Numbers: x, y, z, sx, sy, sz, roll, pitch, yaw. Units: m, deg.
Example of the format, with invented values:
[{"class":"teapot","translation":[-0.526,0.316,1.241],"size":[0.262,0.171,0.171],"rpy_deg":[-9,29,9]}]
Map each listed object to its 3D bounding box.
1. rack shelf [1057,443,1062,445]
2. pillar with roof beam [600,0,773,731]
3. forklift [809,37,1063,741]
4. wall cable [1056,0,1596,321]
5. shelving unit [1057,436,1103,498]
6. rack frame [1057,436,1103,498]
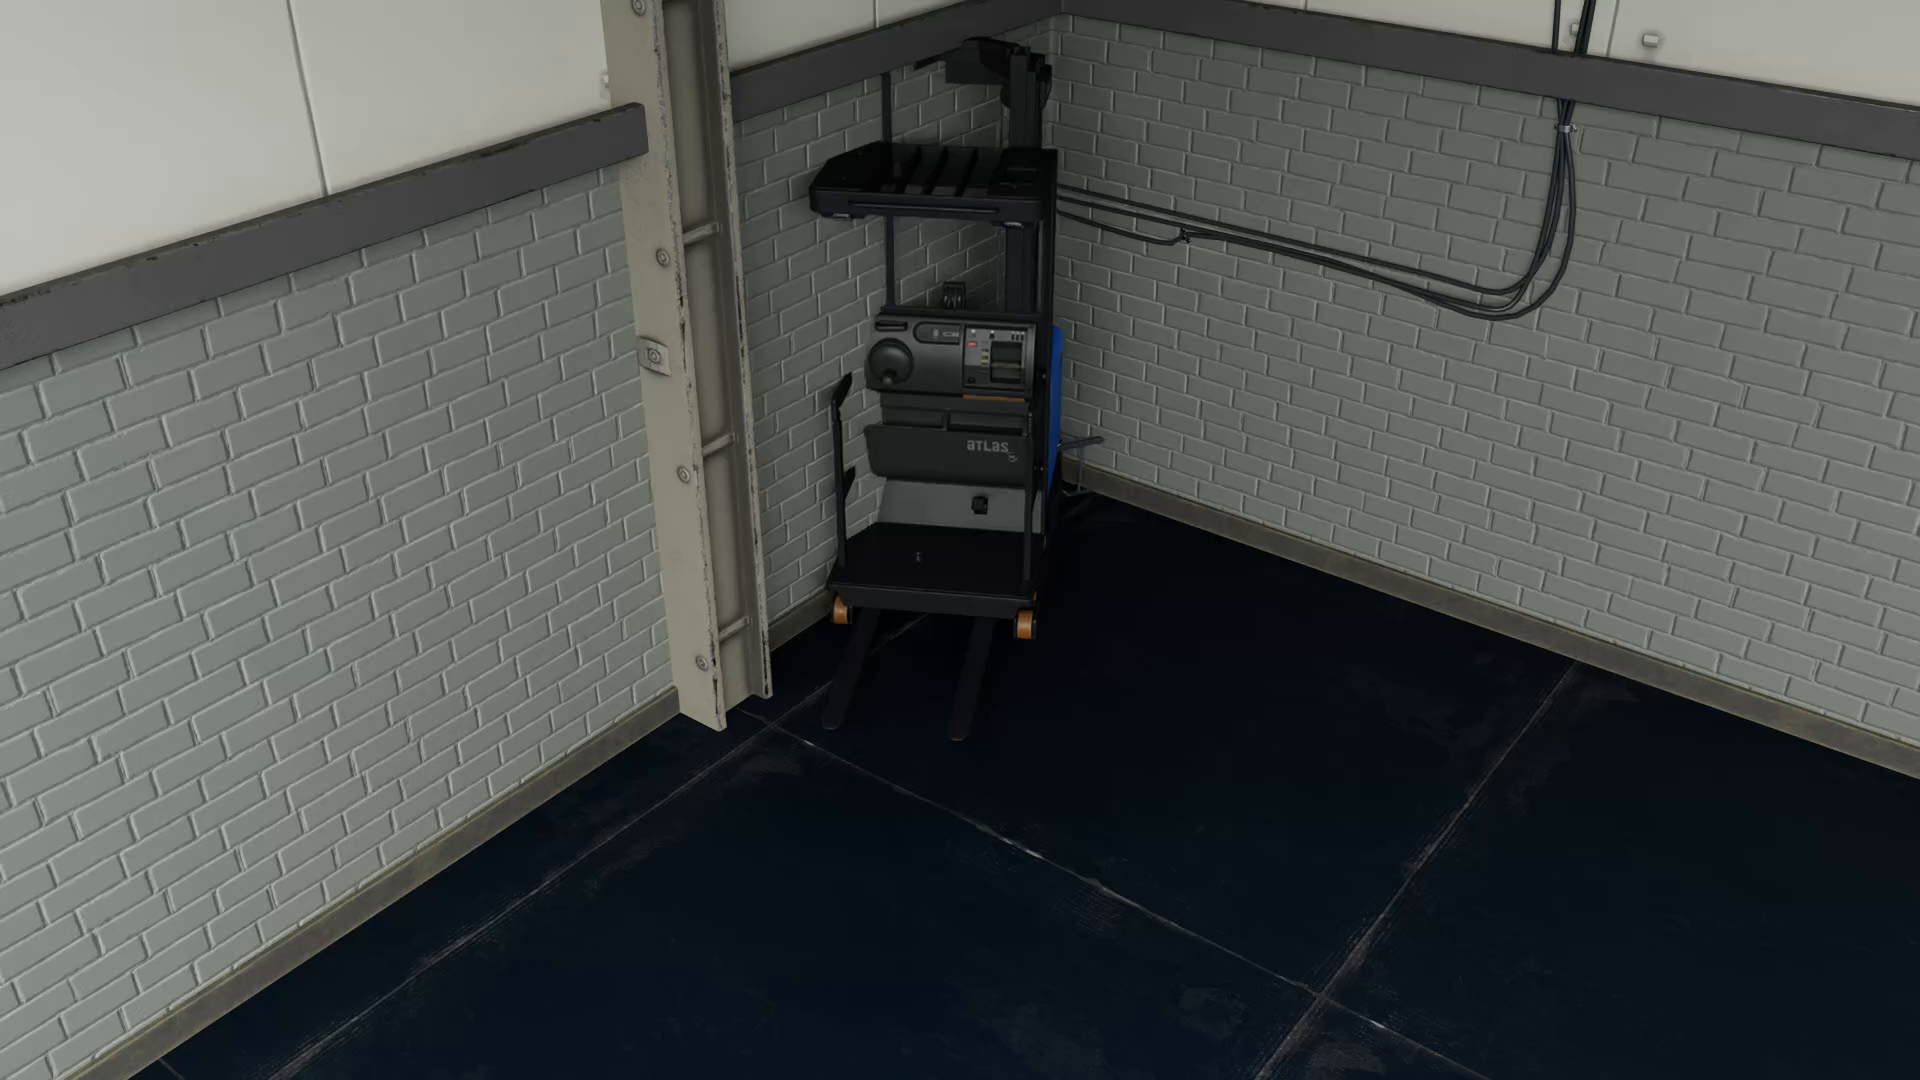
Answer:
[{"class":"rack shelf","translation":[0.288,-0.565,10.349],"size":[0.370,0.431,0.720],"rpy_deg":[-13,37,-21]},{"class":"pillar with roof beam","translation":[2.242,-1.727,3.895],"size":[9.100,9.000,0.400],"rpy_deg":[21,37,31]},{"class":"forklift","translation":[-0.098,-0.920,8.485],"size":[1.130,2.935,3.031],"rpy_deg":[4,31,7]},{"class":"wall cable","translation":[1.642,-2.506,8.256],"size":[3.097,2.526,0.112],"rpy_deg":[21,37,31]},{"class":"shelving unit","translation":[0.584,-0.631,10.468],"size":[1.500,0.431,0.755],"rpy_deg":[-13,37,-21]},{"class":"rack frame","translation":[0.736,-0.438,10.197],"size":[1.500,0.400,0.023],"rpy_deg":[-13,37,-21]}]
